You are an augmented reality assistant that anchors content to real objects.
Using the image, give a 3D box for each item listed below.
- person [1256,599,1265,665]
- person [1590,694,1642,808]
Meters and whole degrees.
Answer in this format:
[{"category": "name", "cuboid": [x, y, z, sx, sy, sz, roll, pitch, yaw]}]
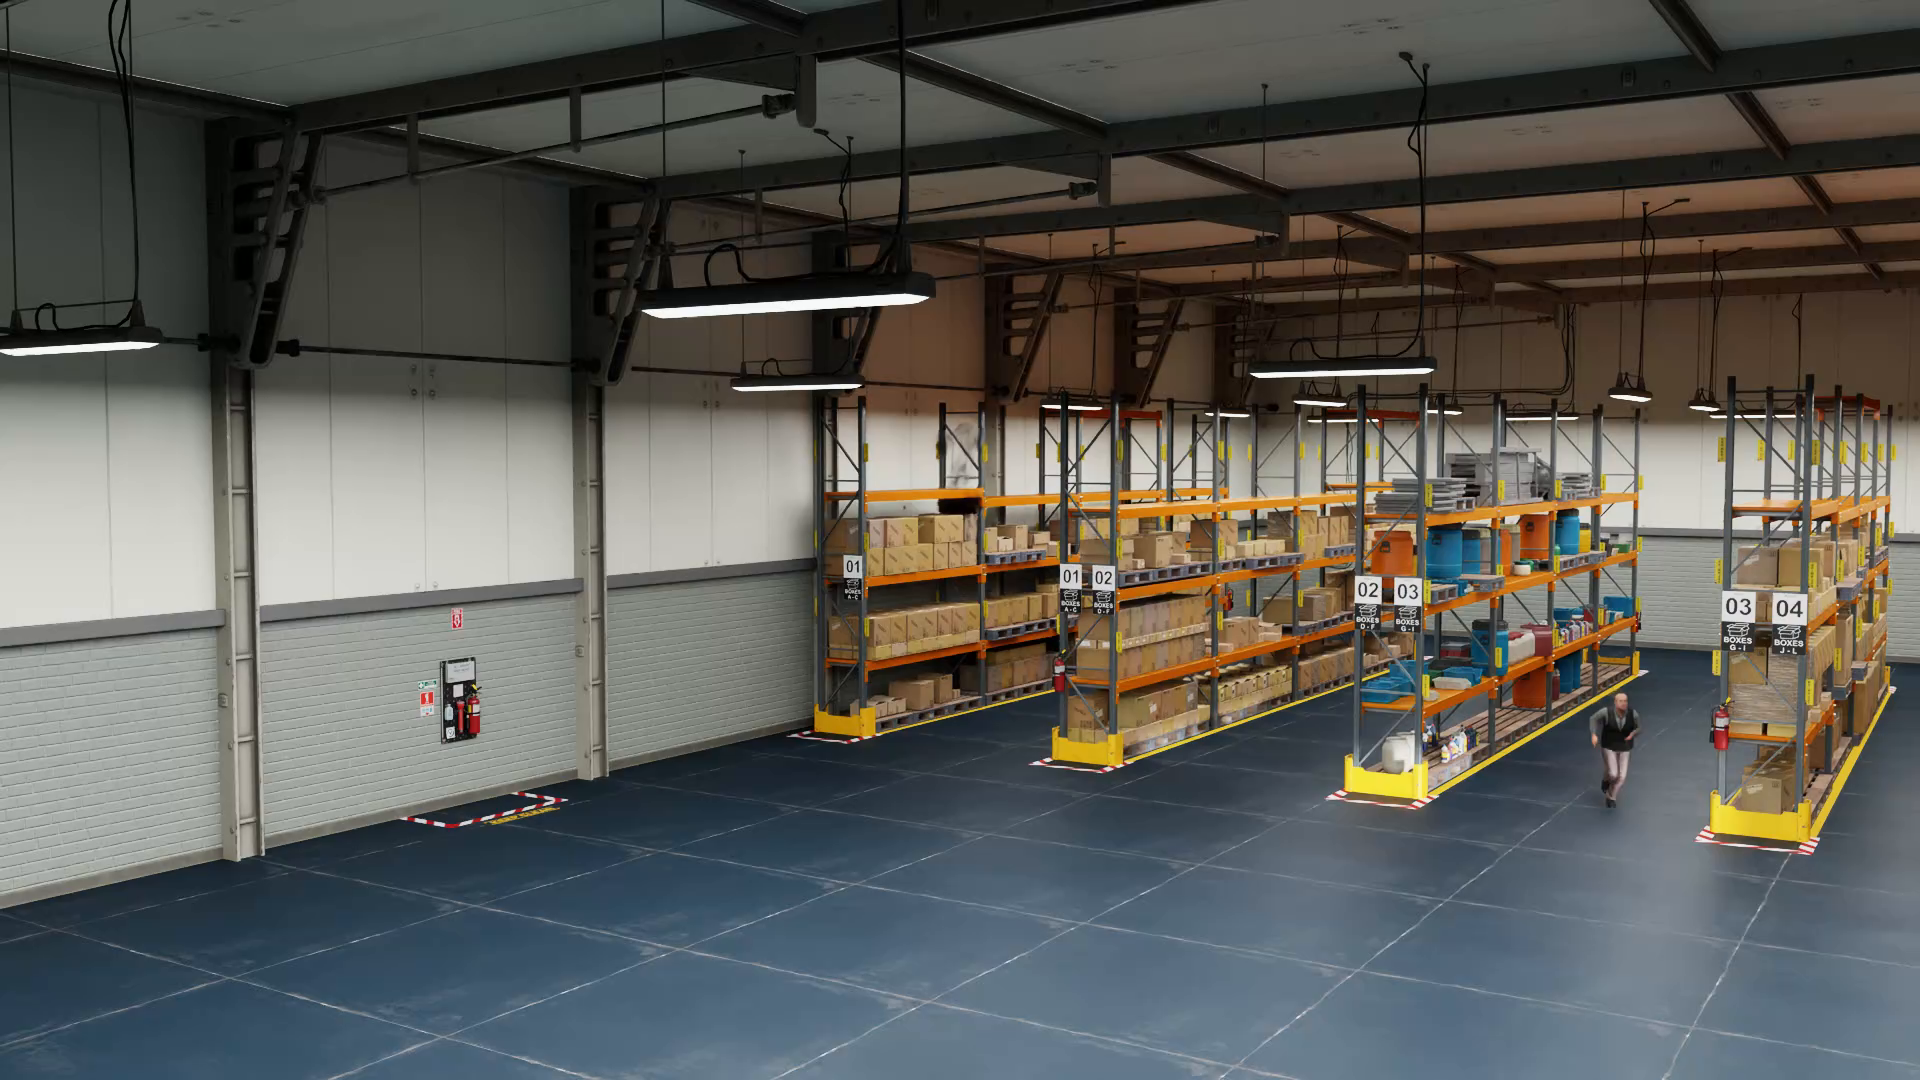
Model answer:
[{"category": "person", "cuboid": [7.058, 2.173, 38.532, 0.564, 1.629, 0.566, 2, 4, 38]}, {"category": "person", "cuboid": [9.233, 2.961, 23.375, 0.645, 1.650, 0.715, 0, 3, 5]}]
